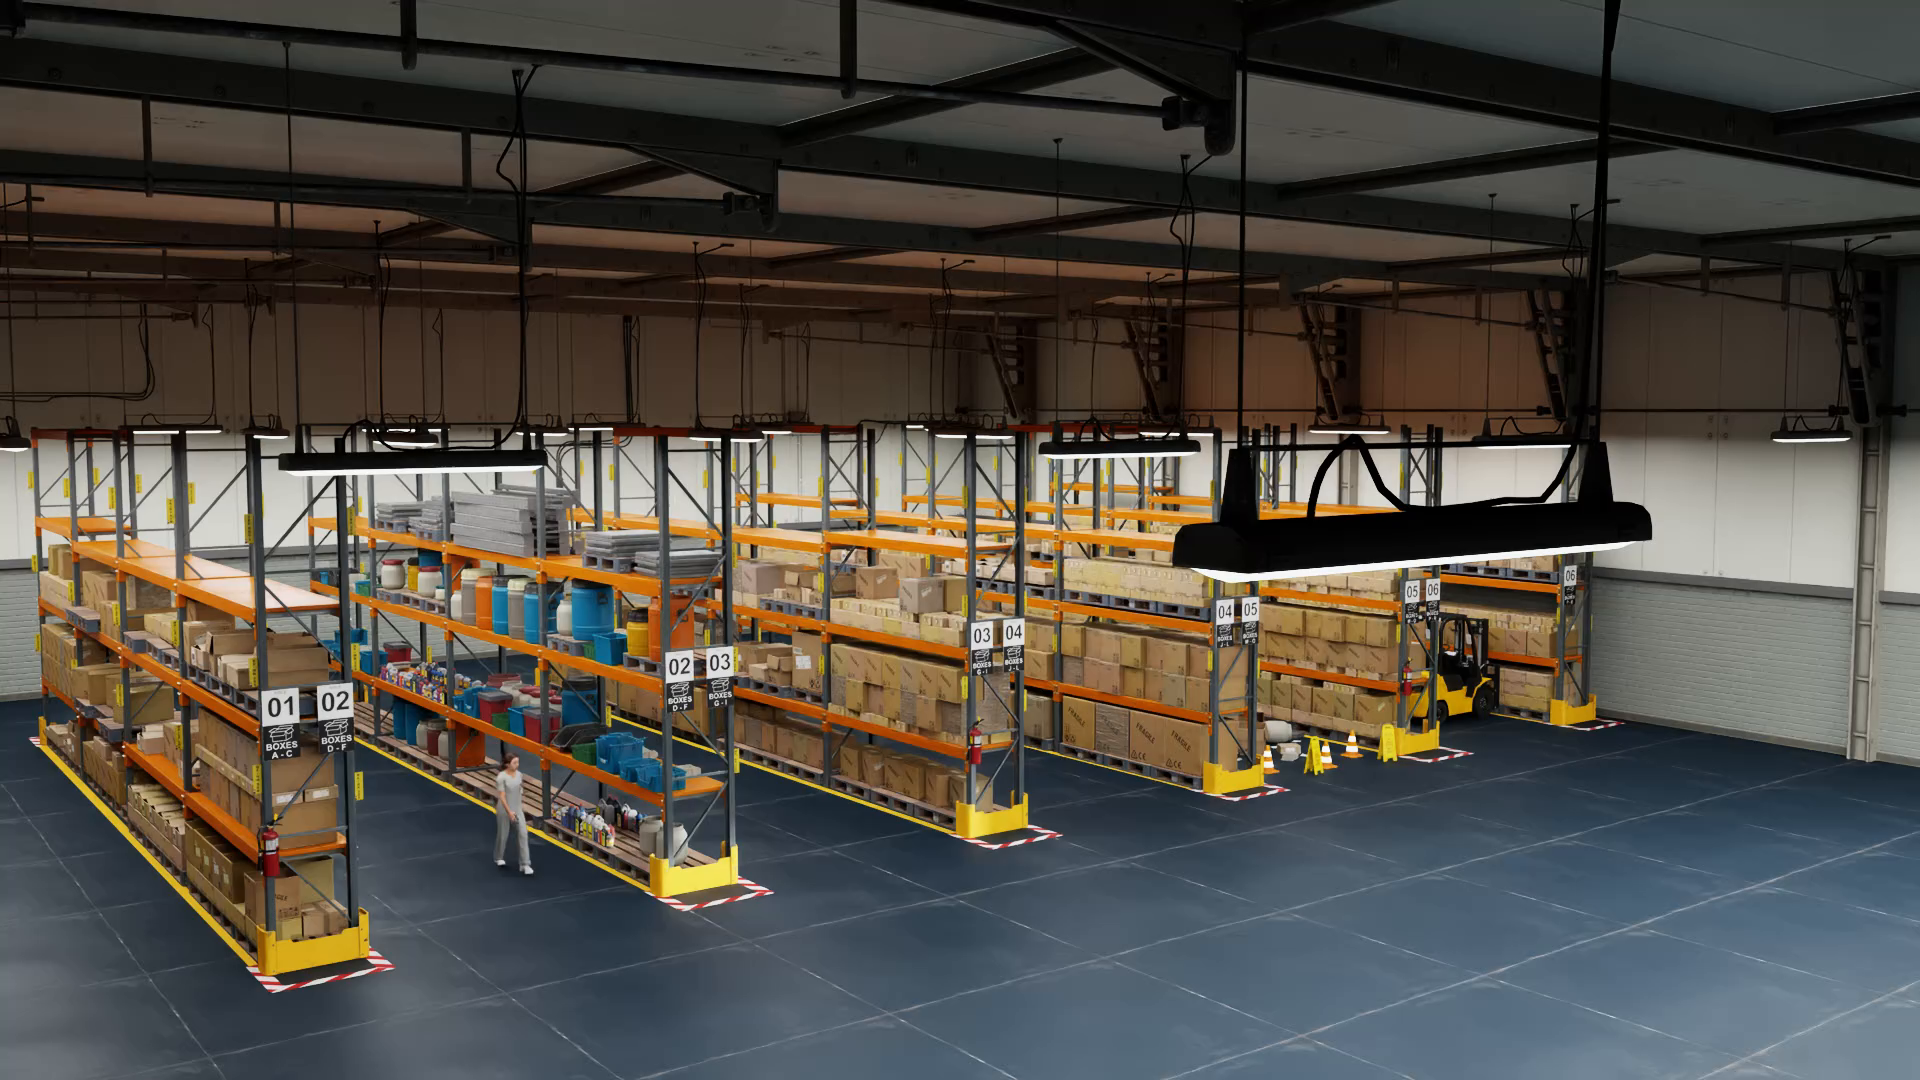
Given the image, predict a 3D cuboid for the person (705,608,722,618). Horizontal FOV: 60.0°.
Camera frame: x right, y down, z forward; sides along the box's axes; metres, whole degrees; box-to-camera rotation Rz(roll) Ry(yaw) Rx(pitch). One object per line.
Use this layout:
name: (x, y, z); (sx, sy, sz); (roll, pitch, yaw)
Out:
person: (-6.297, 2.234, 42.414); (0.496, 1.590, 0.688); (-1, 5, -11)

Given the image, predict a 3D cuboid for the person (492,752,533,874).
person: (-6.132, 3.715, 22.809); (0.436, 1.616, 0.961); (-4, 6, -45)
